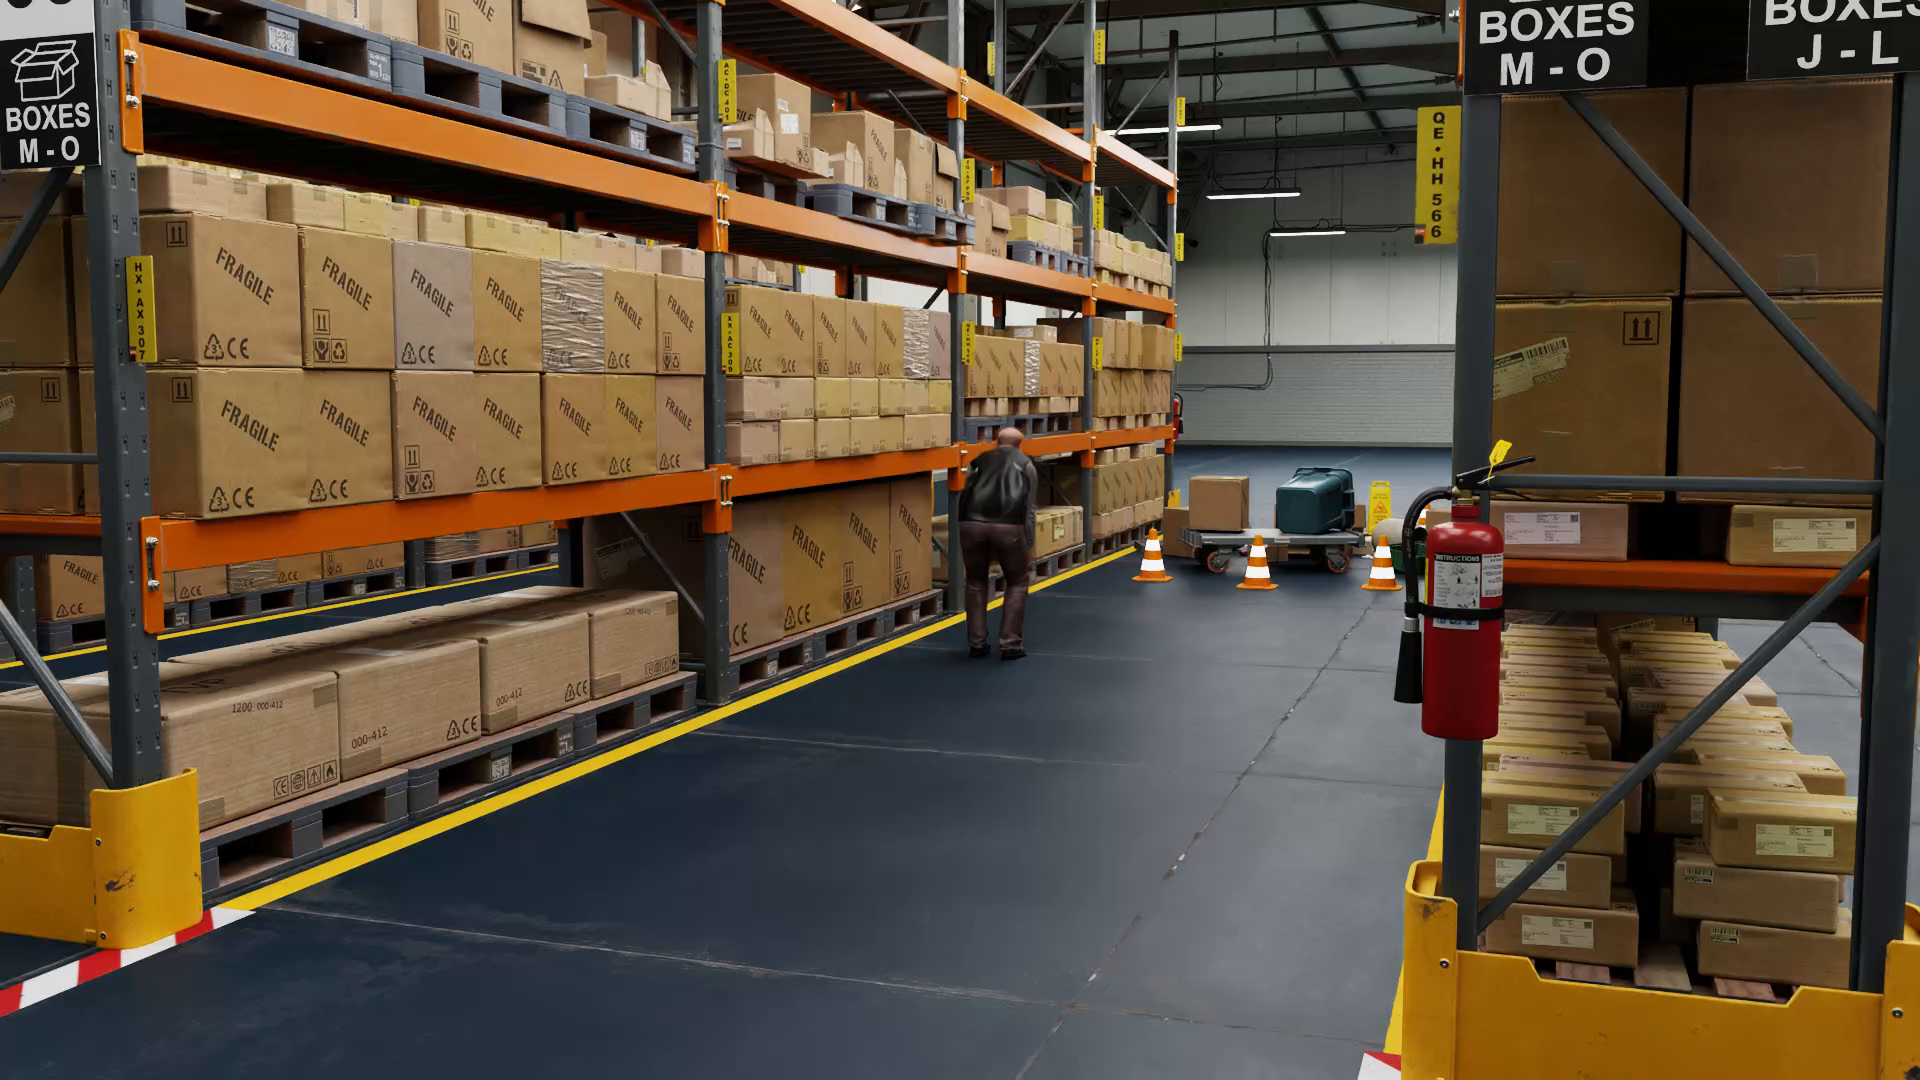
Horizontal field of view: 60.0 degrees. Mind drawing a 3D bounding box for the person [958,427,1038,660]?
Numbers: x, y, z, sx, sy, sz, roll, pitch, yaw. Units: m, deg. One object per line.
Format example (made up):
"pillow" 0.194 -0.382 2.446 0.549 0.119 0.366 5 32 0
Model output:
"person" 0.255 0.063 10.908 0.472 1.370 0.796 2 5 17
